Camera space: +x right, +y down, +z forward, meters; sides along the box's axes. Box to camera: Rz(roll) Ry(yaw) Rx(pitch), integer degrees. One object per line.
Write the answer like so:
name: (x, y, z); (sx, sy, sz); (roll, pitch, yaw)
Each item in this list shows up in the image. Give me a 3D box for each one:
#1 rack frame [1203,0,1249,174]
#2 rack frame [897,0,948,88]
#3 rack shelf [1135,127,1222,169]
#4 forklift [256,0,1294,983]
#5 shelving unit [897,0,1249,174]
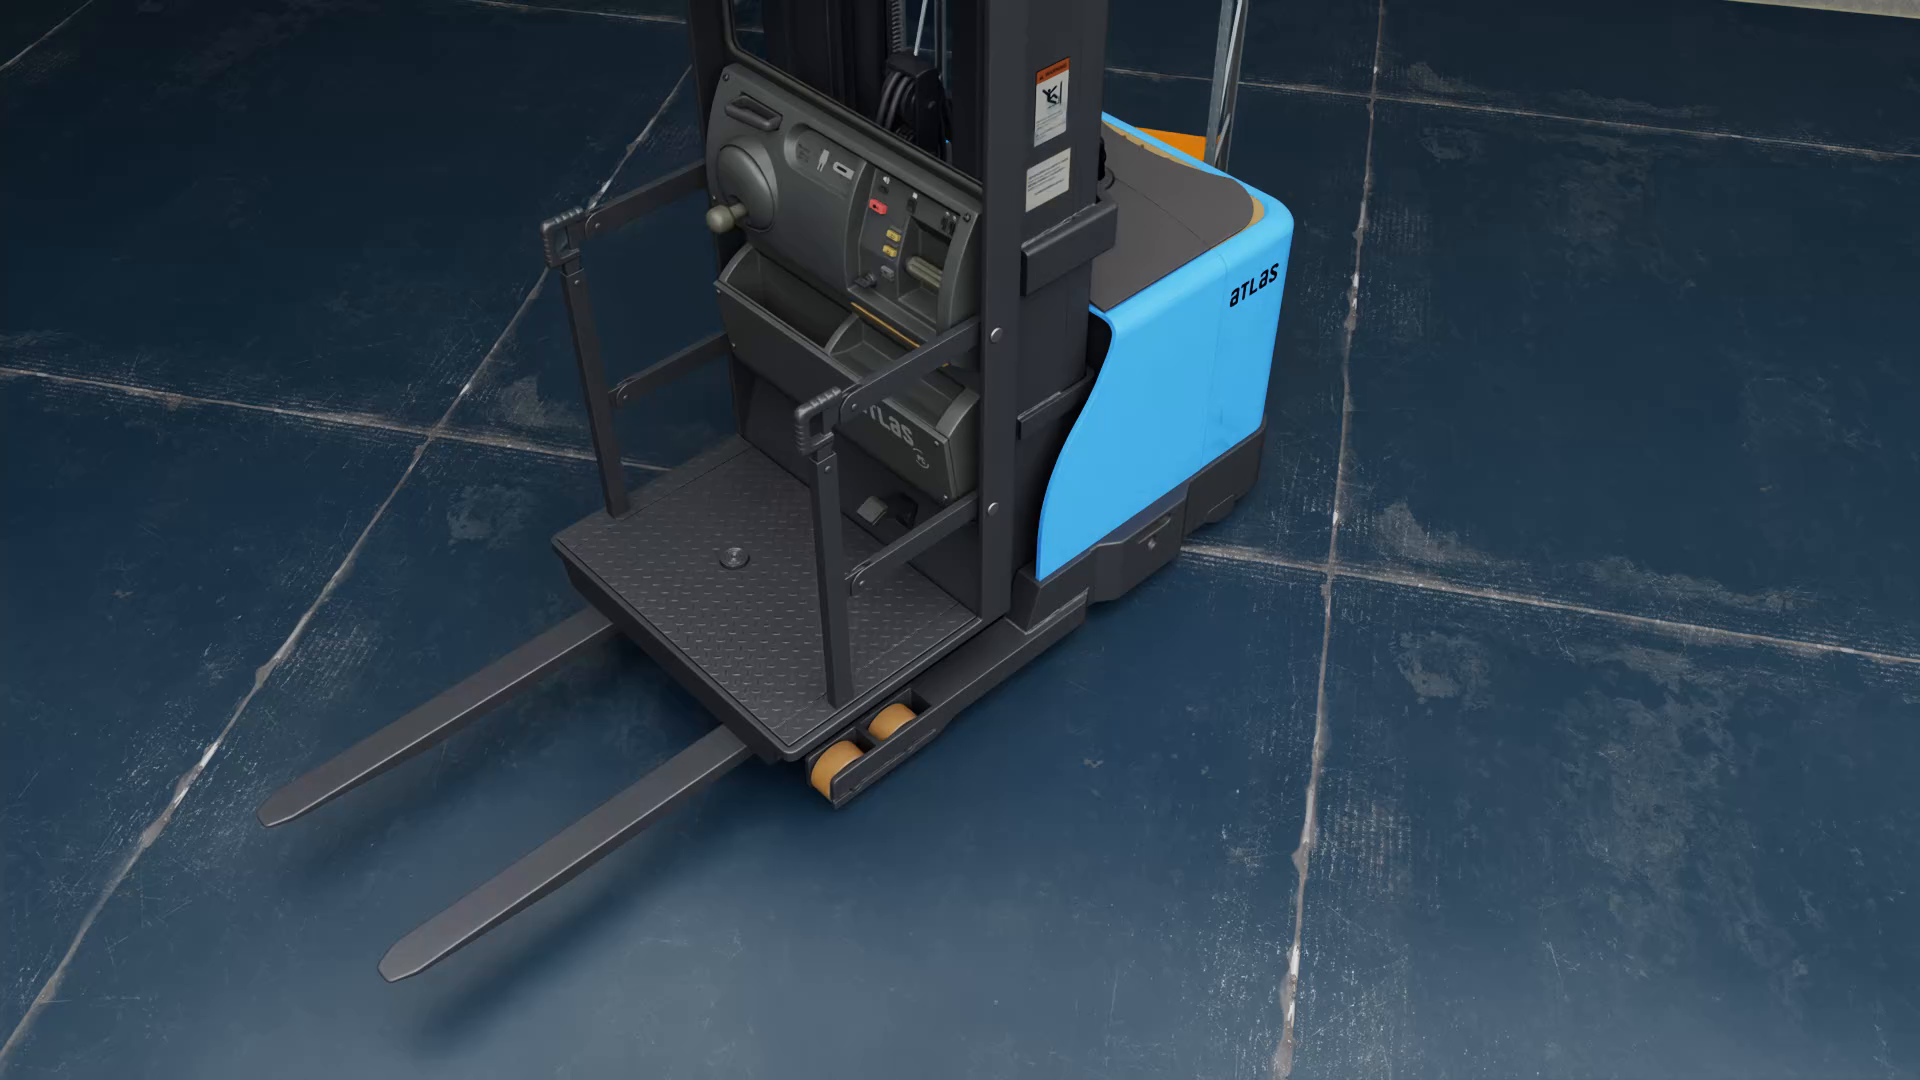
rack frame: (0.853, -1.288, 5.506); (0.032, 1.500, 0.500); (11, 45, 11)
rack frame: (-0.125, -1.481, 5.707); (0.032, 1.500, 0.500); (11, 45, 11)
rack shelf: (0.364, -1.255, 5.731); (1.000, 0.185, 0.538); (11, 45, 11)
forklift: (-0.457, -0.756, 3.922); (3.031, 2.935, 1.130); (-33, 53, -30)
shelving unit: (0.373, -1.383, 5.605); (1.083, 1.500, 0.587); (11, 45, 11)
